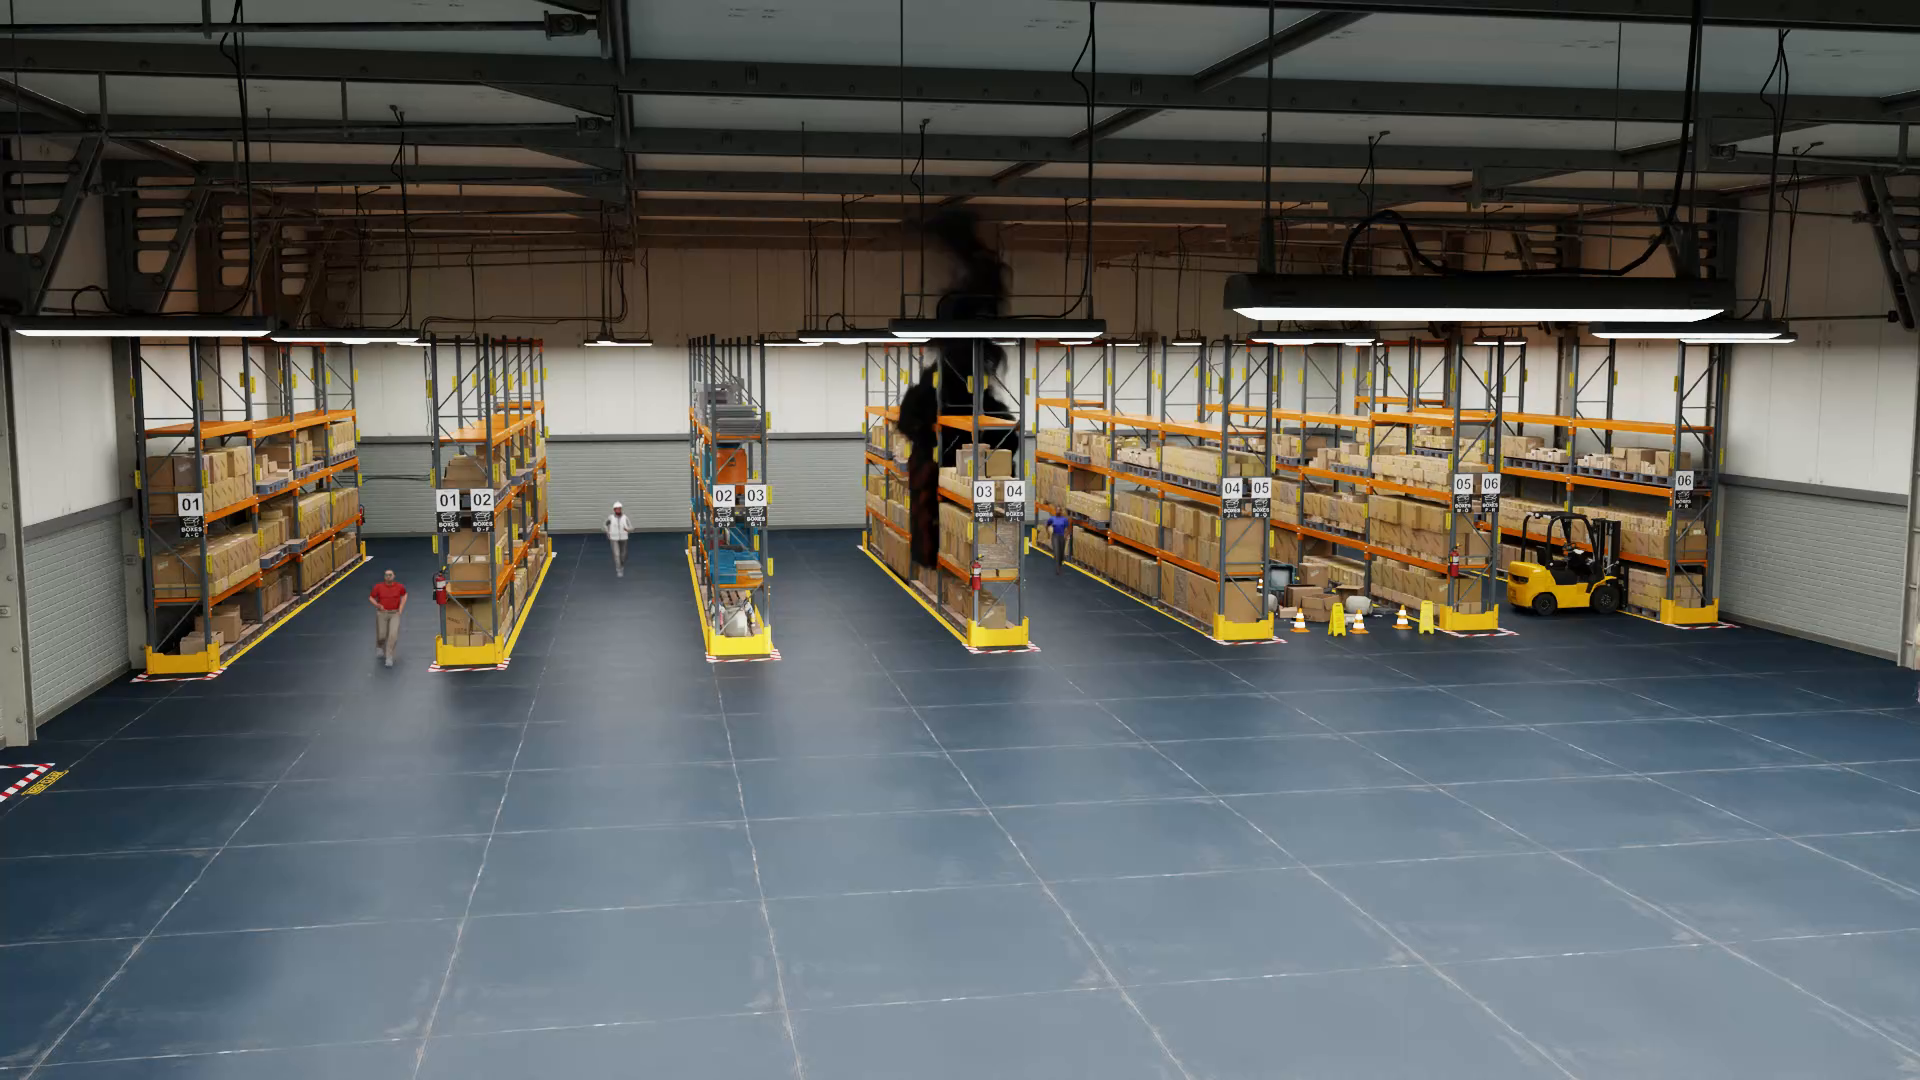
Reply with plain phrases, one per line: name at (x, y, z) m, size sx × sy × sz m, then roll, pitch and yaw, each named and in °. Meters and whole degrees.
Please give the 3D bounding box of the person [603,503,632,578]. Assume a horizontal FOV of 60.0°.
person at (-8.172, 0.004, 39.831) m, size 0.666 × 1.794 × 0.868 m, roll -3°, pitch 7°, yaw -22°

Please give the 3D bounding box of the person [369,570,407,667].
person at (-10.456, 1.397, 30.461) m, size 0.669 × 1.725 × 0.869 m, roll -3°, pitch 7°, yaw -21°

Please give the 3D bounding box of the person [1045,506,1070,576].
person at (2.381, 0.000, 40.373) m, size 0.599 × 1.671 × 0.781 m, roll 0°, pitch 7°, yaw -4°
